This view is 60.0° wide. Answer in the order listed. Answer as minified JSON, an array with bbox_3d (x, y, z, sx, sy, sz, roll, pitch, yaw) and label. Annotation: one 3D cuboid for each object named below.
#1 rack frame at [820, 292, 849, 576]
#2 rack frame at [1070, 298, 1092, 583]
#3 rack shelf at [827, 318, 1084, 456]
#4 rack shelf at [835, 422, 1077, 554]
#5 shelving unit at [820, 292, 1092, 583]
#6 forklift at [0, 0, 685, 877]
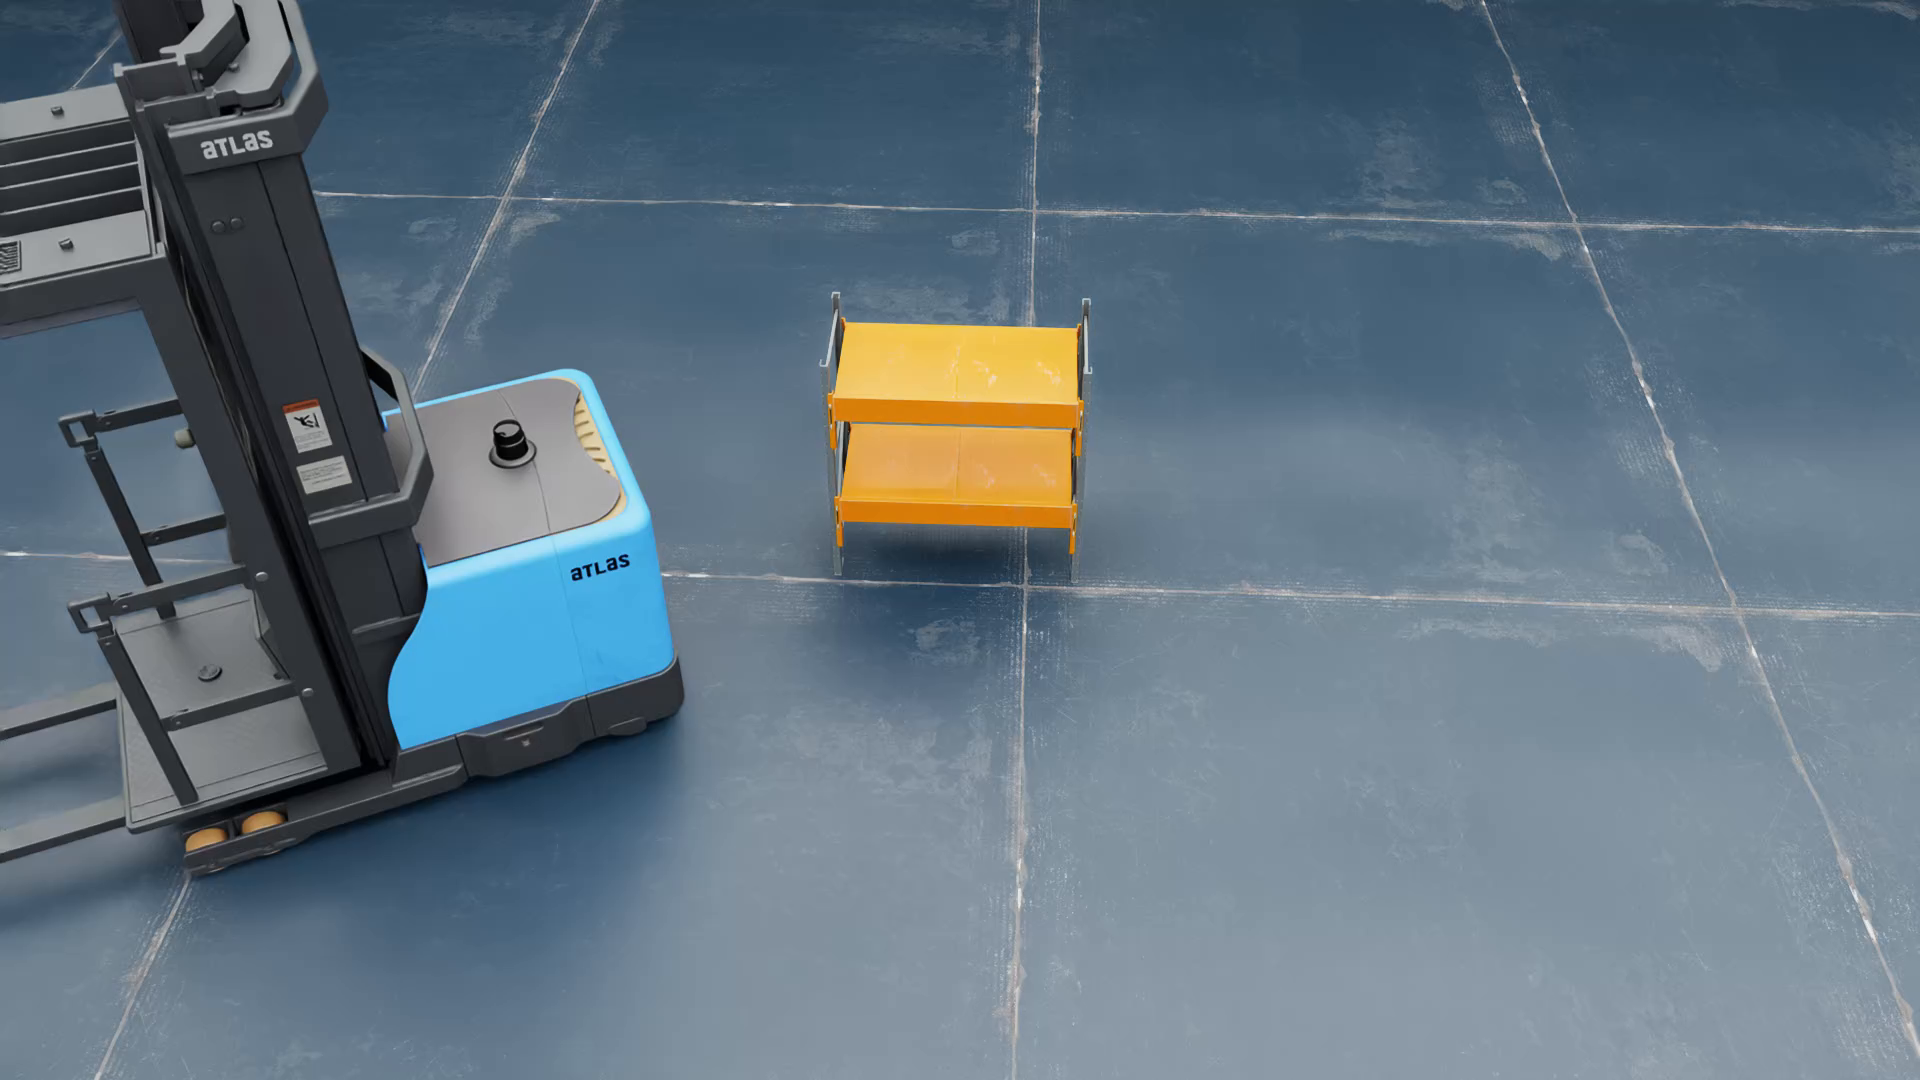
[{"bbox_3d":[-0.515,-0.427,6.969,0.032,1.125,0.500,2,43,2],"label":"rack frame"},{"bbox_3d":[0.501,-0.396,6.935,0.032,1.125,0.500,2,43,2],"label":"rack frame"},{"bbox_3d":[-0.007,-0.626,6.753,1.000,0.278,0.538,2,43,2],"label":"rack shelf"},{"bbox_3d":[-0.007,-0.233,7.119,1.000,0.278,0.538,2,43,2],"label":"rack shelf"},{"bbox_3d":[-0.007,-0.412,6.952,1.048,1.125,0.538,2,43,2],"label":"shelving unit"},{"bbox_3d":[-2.652,-0.278,5.483,3.031,2.935,1.130,-16,45,-17],"label":"forklift"}]
